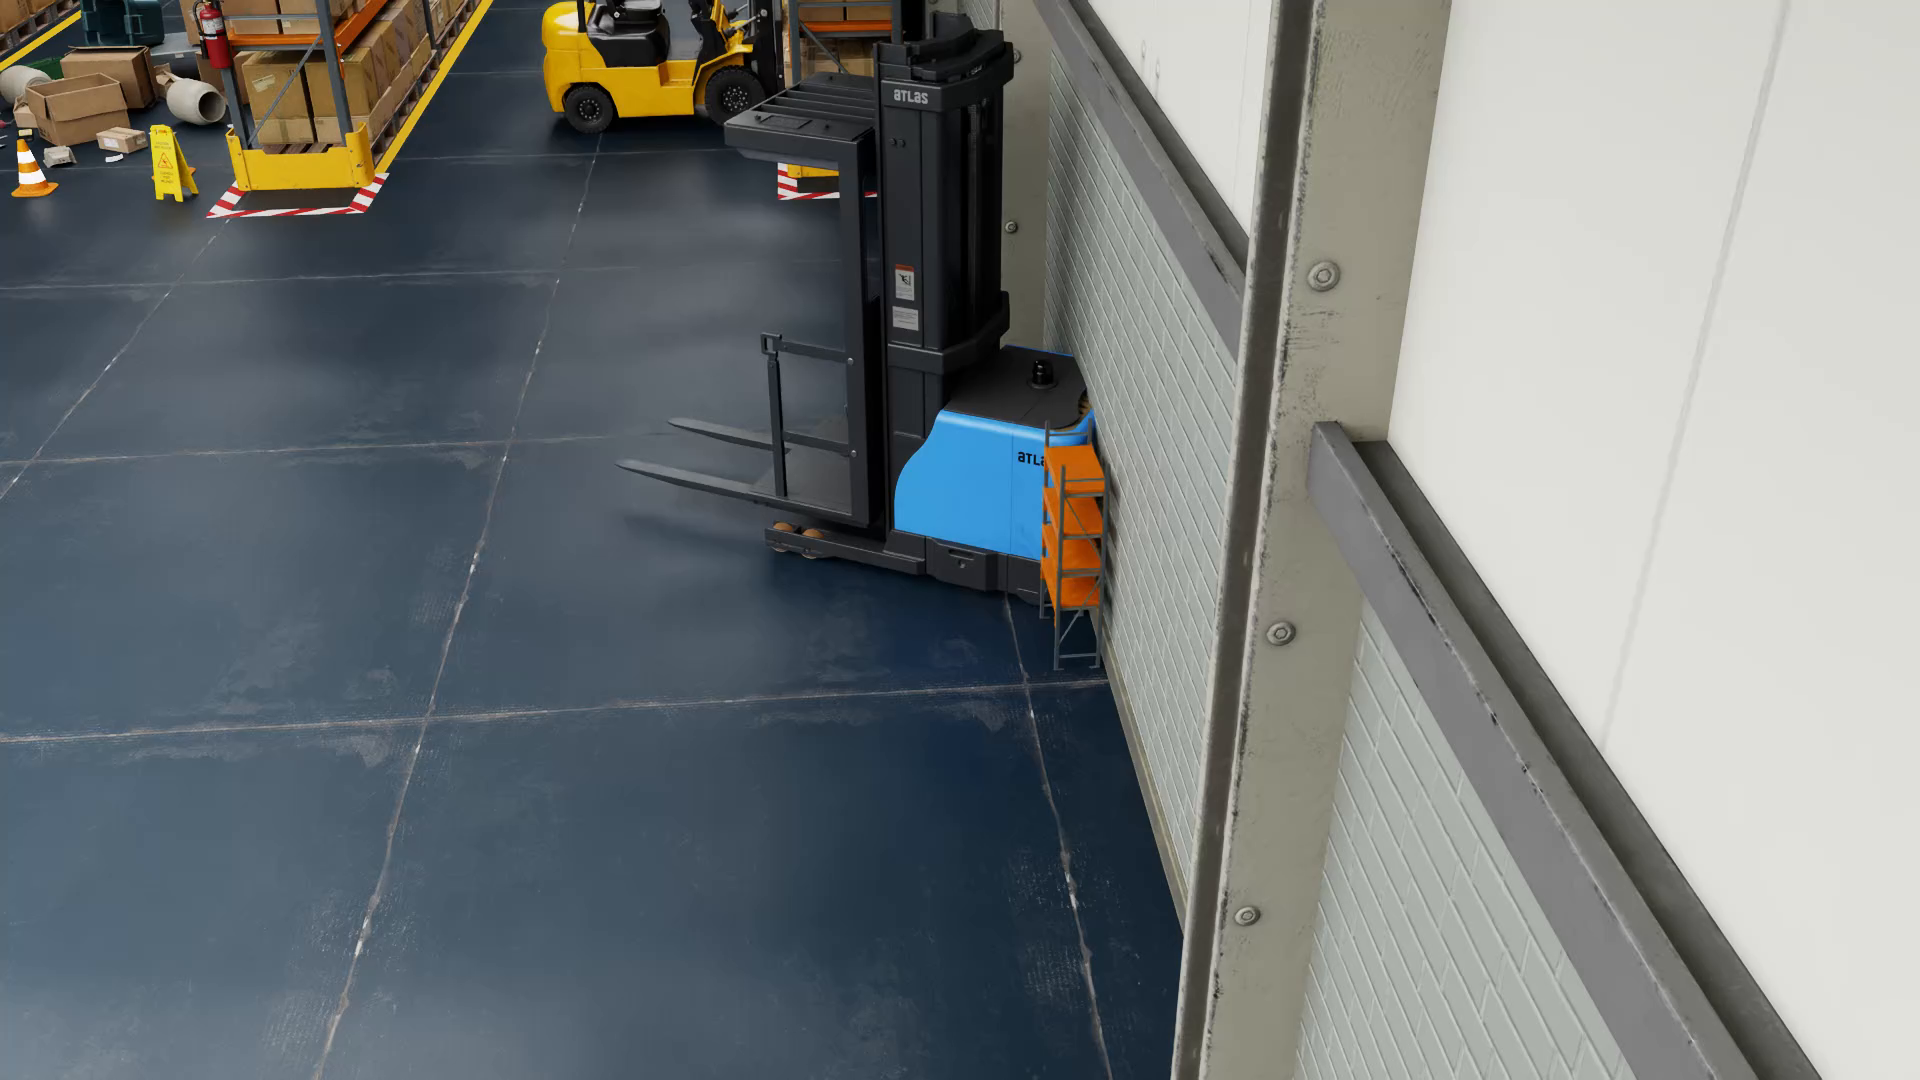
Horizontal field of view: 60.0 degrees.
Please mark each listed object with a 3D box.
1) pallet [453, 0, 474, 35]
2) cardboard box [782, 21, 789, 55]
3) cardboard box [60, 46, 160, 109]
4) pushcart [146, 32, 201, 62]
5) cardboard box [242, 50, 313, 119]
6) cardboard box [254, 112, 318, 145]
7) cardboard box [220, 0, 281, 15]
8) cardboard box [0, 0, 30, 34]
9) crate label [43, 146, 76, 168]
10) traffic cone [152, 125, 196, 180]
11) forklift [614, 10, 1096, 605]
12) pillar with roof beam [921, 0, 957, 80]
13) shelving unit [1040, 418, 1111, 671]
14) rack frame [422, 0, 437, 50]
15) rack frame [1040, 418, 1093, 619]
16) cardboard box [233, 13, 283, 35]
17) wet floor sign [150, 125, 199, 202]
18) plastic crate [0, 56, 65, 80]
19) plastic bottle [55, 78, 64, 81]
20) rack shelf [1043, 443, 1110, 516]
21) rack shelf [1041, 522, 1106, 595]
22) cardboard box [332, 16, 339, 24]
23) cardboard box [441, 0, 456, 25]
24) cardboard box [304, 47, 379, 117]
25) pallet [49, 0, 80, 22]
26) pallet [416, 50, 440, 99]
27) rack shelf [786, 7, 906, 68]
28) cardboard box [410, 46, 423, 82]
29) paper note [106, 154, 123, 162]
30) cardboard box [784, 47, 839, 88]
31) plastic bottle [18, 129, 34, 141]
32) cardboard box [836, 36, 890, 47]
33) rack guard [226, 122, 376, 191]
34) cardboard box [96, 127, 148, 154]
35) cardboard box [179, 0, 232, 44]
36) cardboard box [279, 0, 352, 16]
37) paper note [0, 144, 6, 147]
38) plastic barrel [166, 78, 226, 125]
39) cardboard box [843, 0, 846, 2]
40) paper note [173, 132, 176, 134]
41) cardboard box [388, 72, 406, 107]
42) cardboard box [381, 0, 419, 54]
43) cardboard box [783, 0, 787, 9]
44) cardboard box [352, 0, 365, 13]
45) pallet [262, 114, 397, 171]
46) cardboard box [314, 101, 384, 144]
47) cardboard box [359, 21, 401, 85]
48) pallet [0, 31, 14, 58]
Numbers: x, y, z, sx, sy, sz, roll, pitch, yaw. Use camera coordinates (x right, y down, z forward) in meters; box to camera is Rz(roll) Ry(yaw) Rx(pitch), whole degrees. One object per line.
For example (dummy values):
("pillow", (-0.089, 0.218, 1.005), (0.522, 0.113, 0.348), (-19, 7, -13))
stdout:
("pallet", (-6.531, -6.385, 20.235), (1.003, 0.211, 1.213), (-3, 31, -5))
("cardboard box", (-1.488, -4.925, 16.367), (0.500, 0.250, 0.500), (-2, 31, -4))
("cardboard box", (-8.746, -4.757, 17.092), (0.797, 0.637, 0.503), (-3, 31, -5))
("pushcart", (-8.605, -5.300, 18.256), (1.648, 0.377, 0.936), (-14, 33, -22))
("cardboard box", (-6.300, -4.237, 15.459), (0.500, 0.500, 0.500), (-3, 31, -4))
("cardboard box", (-6.311, -3.930, 15.677), (0.500, 0.250, 0.500), (-3, 31, -5))
("cardboard box", (-6.291, -4.953, 14.730), (0.500, 0.500, 0.500), (-3, 31, -5))
("cardboard box", (-11.492, -6.292, 19.143), (1.050, 0.750, 0.750), (-3, 31, -5))
("crate label", (-8.499, -3.619, 15.675), (0.250, 0.136, 0.298), (-20, 36, -30))
("traffic cone", (-7.290, -3.587, 15.305), (0.336, 0.463, 0.334), (-3, 31, -5))
("forklift", (-0.579, -1.385, 9.211), (3.031, 2.935, 1.130), (12, 33, 20))
("pillar with roof beam", (-4.478, -7.526, 13.575), (9.100, 9.000, 0.400), (-3, 31, -5))
("shelving unit", (0.580, 0.029, 8.532), (0.258, 1.200, 0.503), (-3, 31, -5))
("rack frame", (-6.339, -6.561, 17.809), (1.000, 3.000, 0.127), (-3, 31, -5))
("rack frame", (0.554, -0.096, 8.741), (0.240, 1.200, 0.015), (-3, 31, -5))
("cardboard box", (-6.213, -4.591, 14.757), (0.380, 0.149, 0.250), (-2, 31, -3))
("wet floor sign", (-7.013, -3.359, 14.745), (0.267, 0.644, 0.232), (8, 32, 13))
("plastic crate", (-9.938, -5.063, 17.988), (0.450, 0.188, 0.662), (4, 30, 26))
("plastic bottle", (-9.730, -4.942, 17.964), (0.133, 0.061, 0.283), (-20, 36, -30))
("rack shelf", (0.580, -0.309, 8.331), (0.258, 0.148, 0.480), (-3, 31, -5))
("rack shelf", (0.580, 0.086, 8.567), (0.258, 0.148, 0.480), (-3, 31, -5))
("cardboard box", (-5.829, -4.722, 14.976), (0.380, 0.149, 0.250), (-2, 31, -4))
("cardboard box", (-6.461, -6.247, 19.437), (0.950, 0.372, 0.625), (-1, 31, -1))
("cardboard box", (-5.768, -4.277, 15.527), (0.500, 0.500, 0.500), (-4, 31, -6))
("pallet", (-11.633, -6.711, 20.780), (1.003, 0.211, 1.213), (-3, 31, -5))
("pallet", (-6.241, -5.022, 17.953), (1.003, 0.211, 1.213), (-3, 31, -5))
("rack shelf", (-1.211, -5.470, 16.685), (1.077, 0.370, 4.000), (-3, 31, -5))
("cardboard box", (-5.957, -5.000, 17.468), (0.500, 0.250, 0.500), (-4, 31, -6))
("paper note", (-8.036, -3.631, 15.800), (0.148, 0.019, 0.142), (-14, 33, -22))
("cardboard box", (-1.378, -4.407, 15.501), (0.500, 0.250, 0.500), (-2, 31, -3))
("plastic bottle", (-9.202, -3.994, 16.377), (0.133, 0.061, 0.283), (-14, 33, -22))
("cardboard box", (-0.931, -4.697, 15.985), (0.500, 0.250, 0.500), (-3, 31, -5))
("rack guard", (-5.973, -3.484, 15.096), (1.175, 0.500, 0.348), (-3, 31, -5))
("cardboard box", (-8.099, -3.867, 16.079), (0.380, 0.149, 0.250), (13, 33, 21))
("cardboard box", (-8.109, -5.712, 18.087), (0.500, 0.500, 0.500), (-3, 31, -5))
("cardboard box", (-5.734, -4.944, 14.715), (0.500, 0.500, 0.500), (-3, 31, -5))
("paper note", (-9.337, -3.815, 16.109), (0.144, 0.017, 0.142), (8, 32, 13))
("plastic barrel", (-7.666, -4.394, 16.695), (0.512, 0.421, 0.421), (20, 36, 29))
("cardboard box", (-0.865, -5.332, 15.655), (0.500, 0.500, 0.500), (-2, 31, -3))
("paper note", (-7.797, -4.022, 16.475), (0.032, 0.001, 0.123), (-3, 31, -5))
("cardboard box", (-5.869, -4.482, 16.601), (0.500, 0.250, 0.500), (-1, 31, -1))
("cardboard box", (-5.968, -5.334, 17.295), (0.500, 0.500, 0.500), (-2, 31, -4))
("cardboard box", (-1.569, -5.452, 17.250), (0.500, 0.250, 0.500), (-2, 31, -3))
("cardboard box", (-5.751, -4.993, 15.430), (0.380, 0.149, 0.250), (-2, 31, -4))
("pallet", (-6.013, -3.777, 15.867), (1.003, 0.211, 1.213), (-3, 31, -5))
("cardboard box", (-5.766, -3.943, 15.699), (0.500, 0.250, 0.500), (-3, 31, -5))
("cardboard box", (-5.860, -4.801, 16.403), (0.500, 0.500, 0.500), (-2, 31, -4))
("pallet", (-11.405, -5.465, 18.694), (1.003, 0.211, 1.213), (-3, 31, -5))
